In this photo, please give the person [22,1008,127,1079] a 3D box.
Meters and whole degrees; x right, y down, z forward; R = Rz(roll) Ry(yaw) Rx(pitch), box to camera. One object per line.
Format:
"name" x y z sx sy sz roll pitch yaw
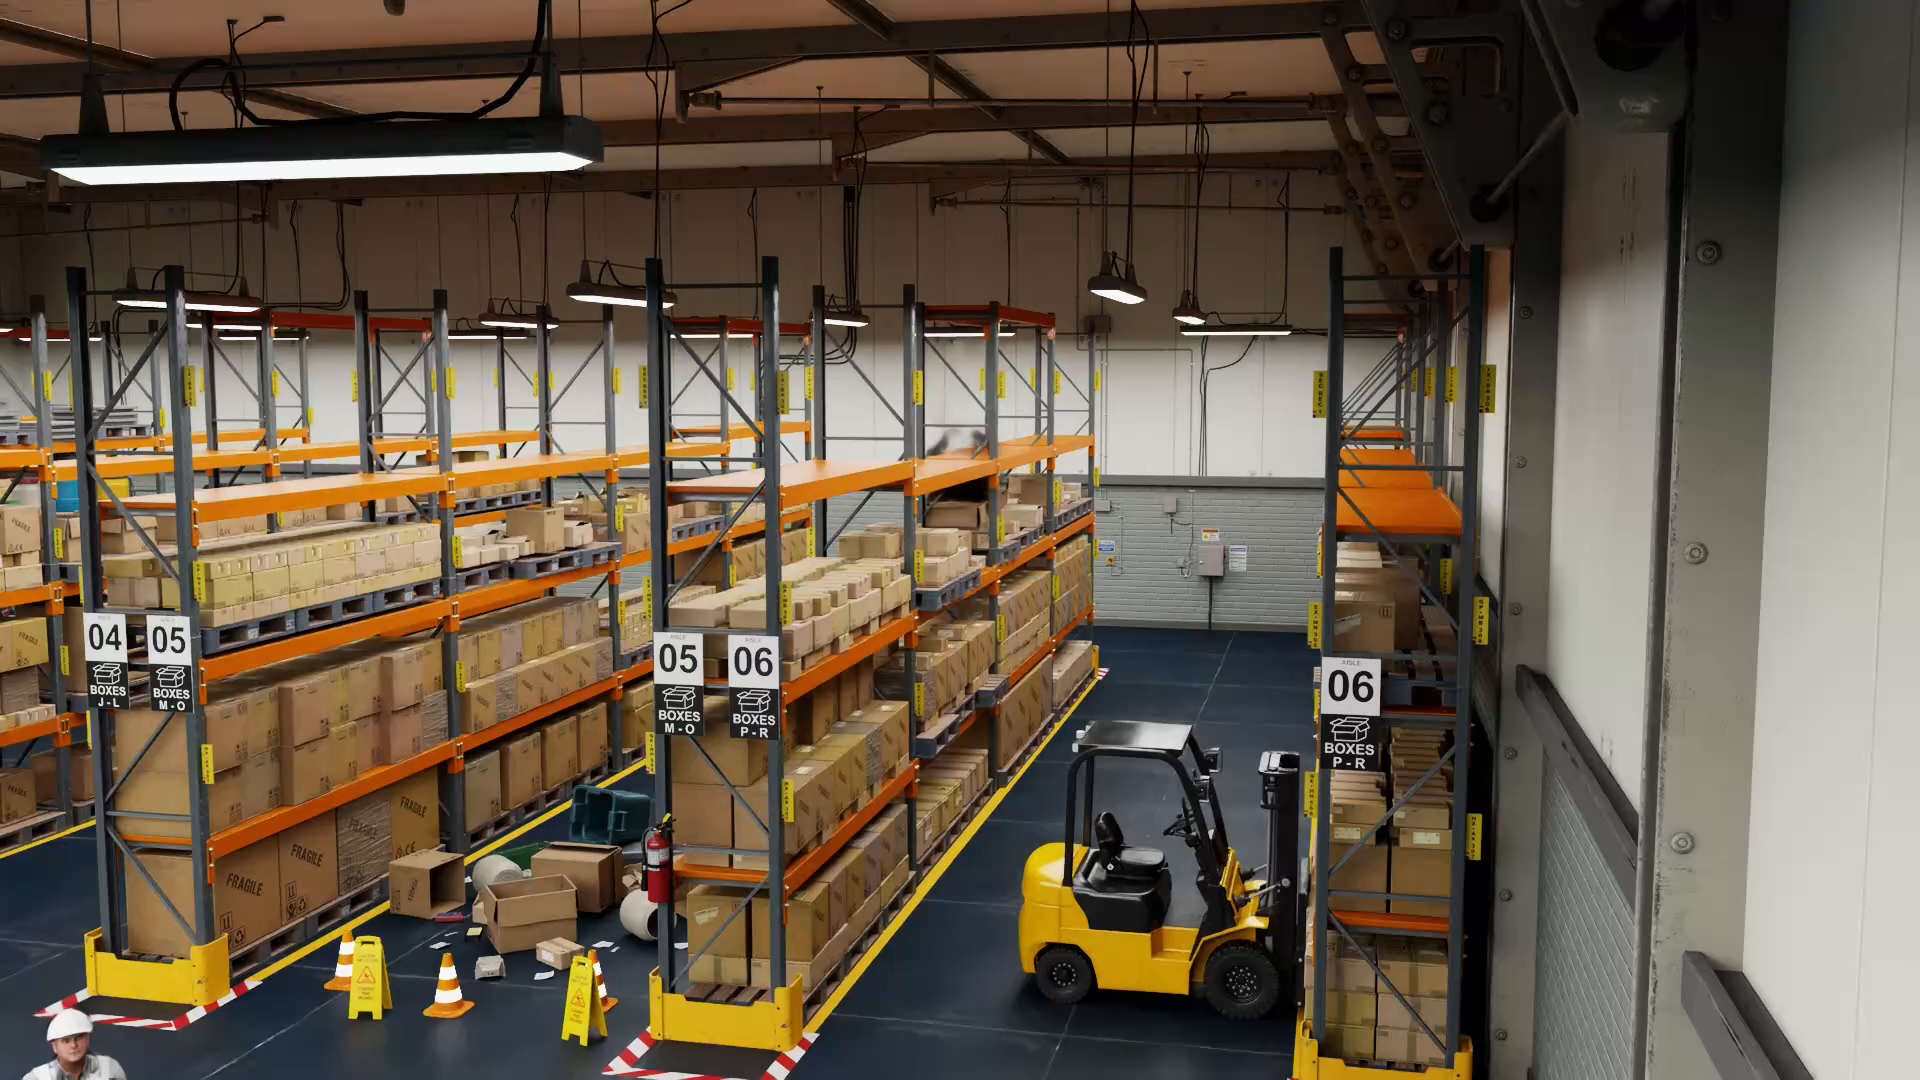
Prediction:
"person" -4.789 3.395 9.013 0.640 1.726 0.577 -5 7 -38
